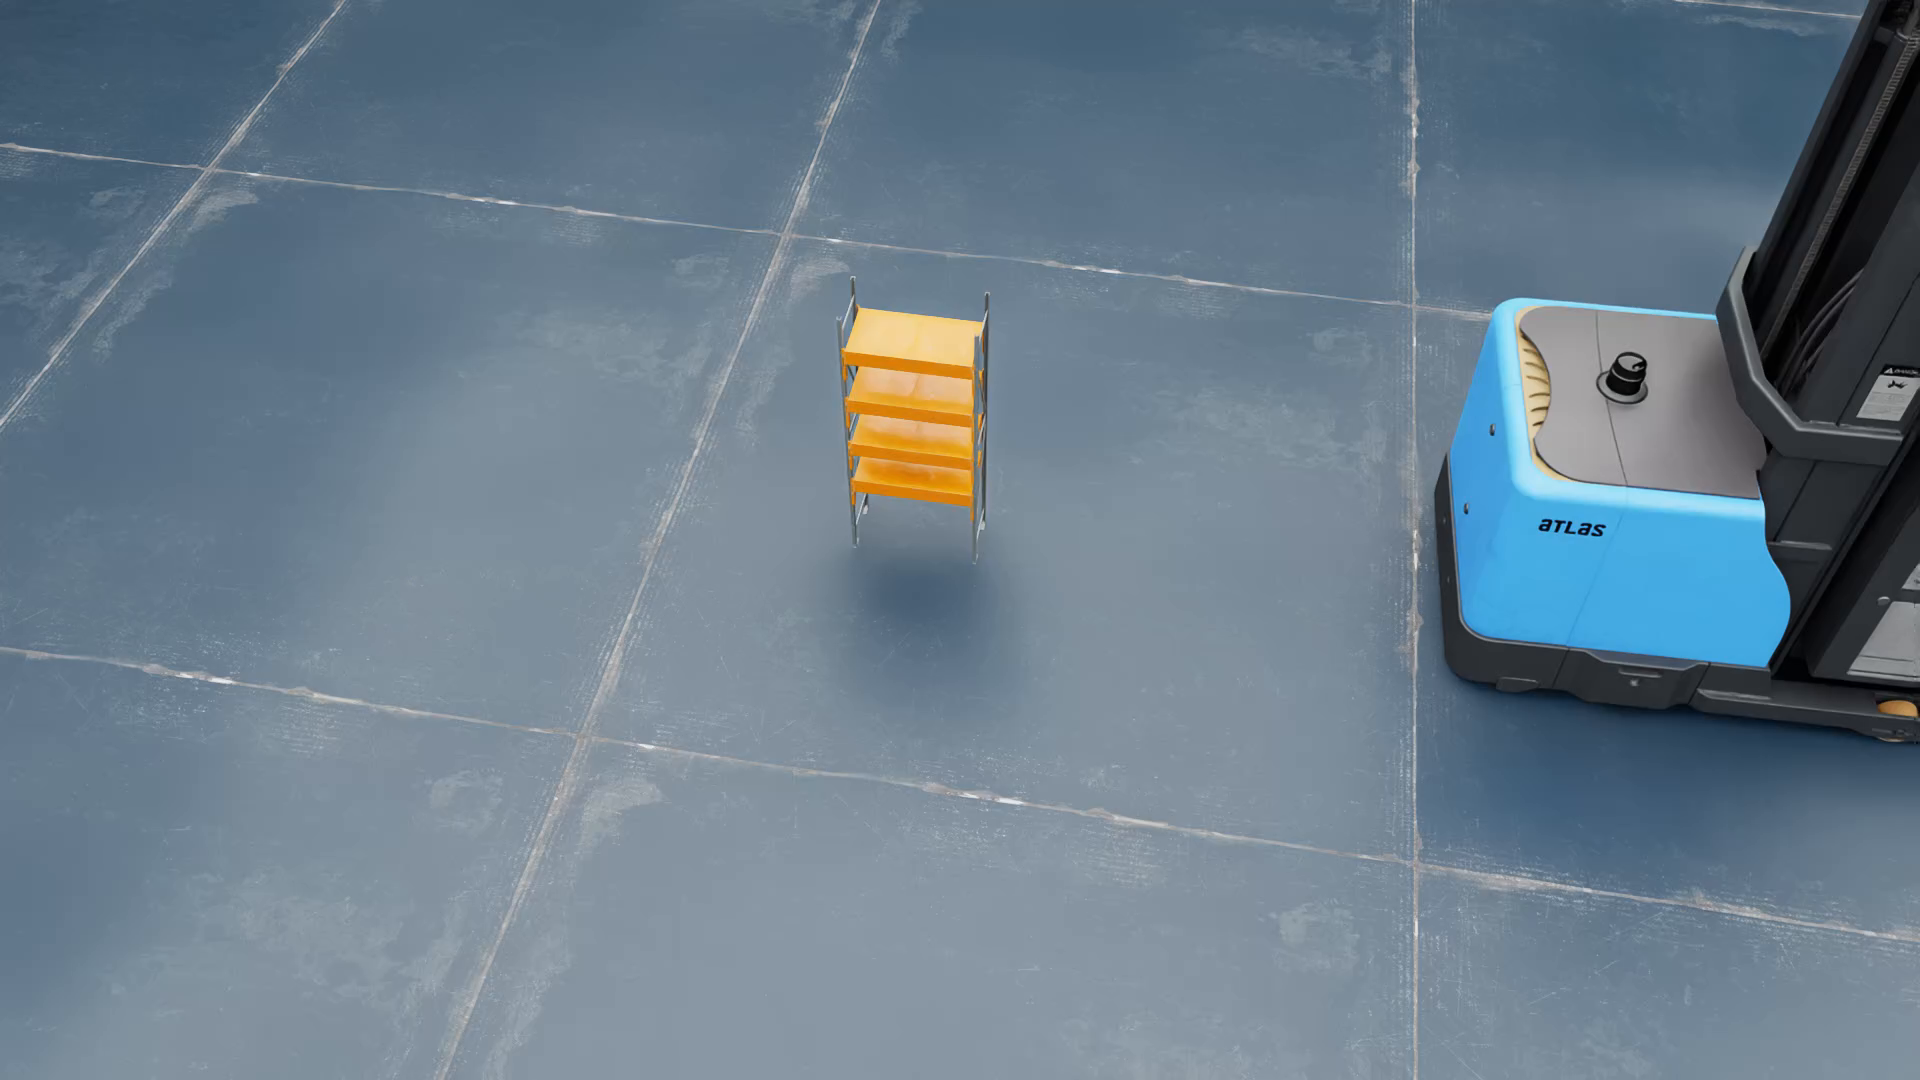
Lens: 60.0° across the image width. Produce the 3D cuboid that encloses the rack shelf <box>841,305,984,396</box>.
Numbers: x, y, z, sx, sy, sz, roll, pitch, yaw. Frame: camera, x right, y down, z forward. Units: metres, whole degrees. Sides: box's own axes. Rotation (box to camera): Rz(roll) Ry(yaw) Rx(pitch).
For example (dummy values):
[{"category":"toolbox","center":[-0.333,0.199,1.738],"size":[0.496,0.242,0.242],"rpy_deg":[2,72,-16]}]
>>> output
[{"category":"rack shelf","center":[-0.163,-0.686,6.003],"size":[0.480,0.148,0.258],"rpy_deg":[8,49,7]}]

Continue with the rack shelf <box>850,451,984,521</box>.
[{"category":"rack shelf","center":[-0.163,-0.245,6.493],"size":[0.480,0.148,0.258],"rpy_deg":[8,49,7]}]

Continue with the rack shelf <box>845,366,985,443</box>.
[{"category":"rack shelf","center":[-0.163,-0.527,6.179],"size":[0.480,0.148,0.258],"rpy_deg":[8,49,7]}]

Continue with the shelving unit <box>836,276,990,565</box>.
[{"category":"shelving unit","center":[-0.163,-0.423,6.295],"size":[0.503,1.200,0.258],"rpy_deg":[8,49,7]}]

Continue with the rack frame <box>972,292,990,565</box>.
[{"category":"rack frame","center":[0.077,-0.391,6.266],"size":[0.015,1.200,0.240],"rpy_deg":[8,49,7]}]

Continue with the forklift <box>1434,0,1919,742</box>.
[{"category":"forklift","center":[3.376,-0.649,5.335],"size":[3.031,2.935,1.130],"rpy_deg":[6,48,5]}]

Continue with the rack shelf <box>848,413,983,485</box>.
[{"category":"rack shelf","center":[-0.163,-0.378,6.345],"size":[0.480,0.148,0.258],"rpy_deg":[8,49,7]}]

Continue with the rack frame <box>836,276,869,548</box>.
[{"category":"rack frame","center":[-0.403,-0.455,6.324],"size":[0.015,1.200,0.240],"rpy_deg":[8,49,7]}]
